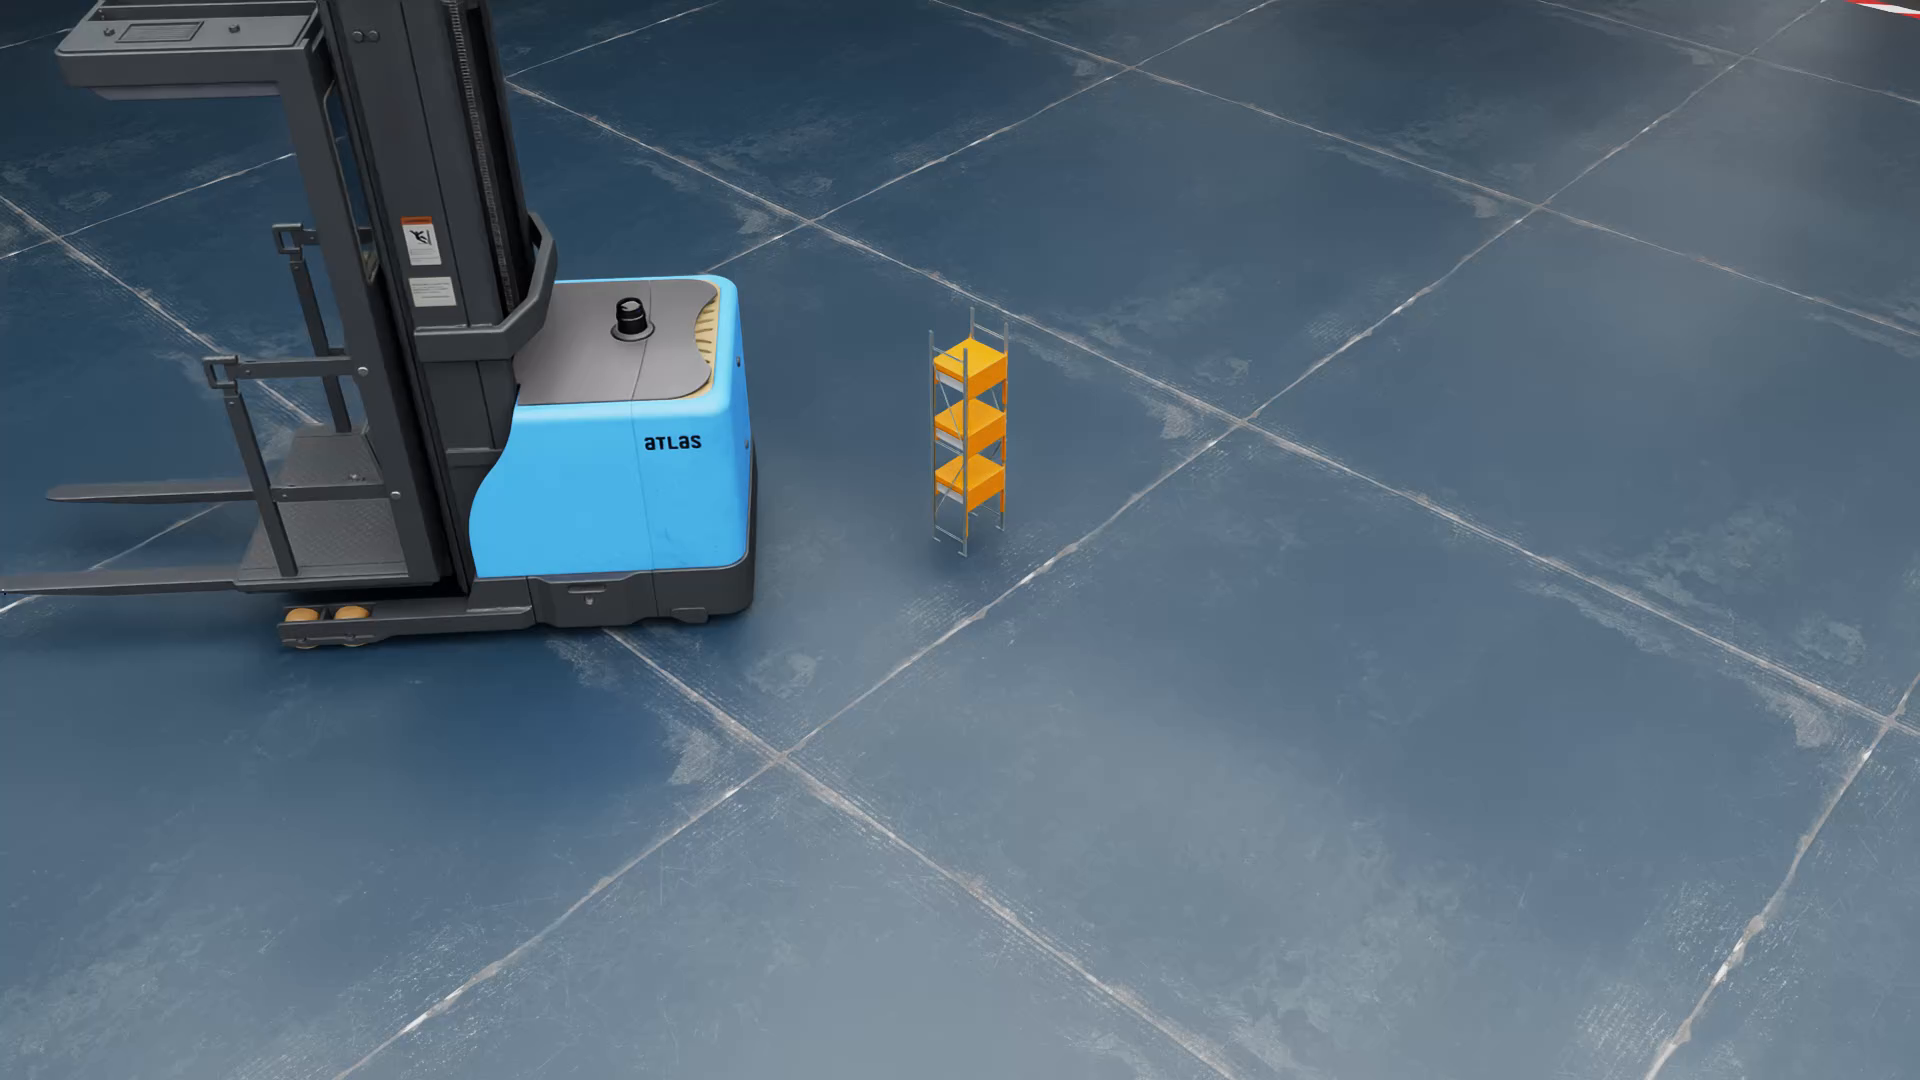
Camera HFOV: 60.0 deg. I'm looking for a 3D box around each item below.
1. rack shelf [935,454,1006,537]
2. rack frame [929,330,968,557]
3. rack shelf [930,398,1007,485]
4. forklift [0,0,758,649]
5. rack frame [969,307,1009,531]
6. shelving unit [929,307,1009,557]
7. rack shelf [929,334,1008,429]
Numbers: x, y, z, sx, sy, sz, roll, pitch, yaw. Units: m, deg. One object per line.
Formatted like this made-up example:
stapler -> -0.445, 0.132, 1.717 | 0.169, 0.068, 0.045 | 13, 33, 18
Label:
rack shelf -> 0.036, -0.210, 7.134 | 0.215, 0.259, 0.240 | 30, 47, 32
rack frame -> -0.046, -0.379, 6.884 | 0.200, 1.050, 0.008 | 30, 47, 32
rack shelf -> 0.036, -0.427, 6.961 | 0.215, 0.259, 0.240 | 30, 47, 32
forklift -> -2.392, -1.052, 6.217 | 3.031, 2.935, 1.130 | -3, 39, -3
rack frame -> 0.118, -0.492, 7.025 | 0.200, 1.050, 0.008 | 30, 47, 32
shelving unit -> 0.036, -0.436, 6.954 | 0.215, 1.050, 0.252 | 30, 47, 32
rack shelf -> 0.036, -0.649, 6.784 | 0.215, 0.259, 0.240 | 30, 47, 32
